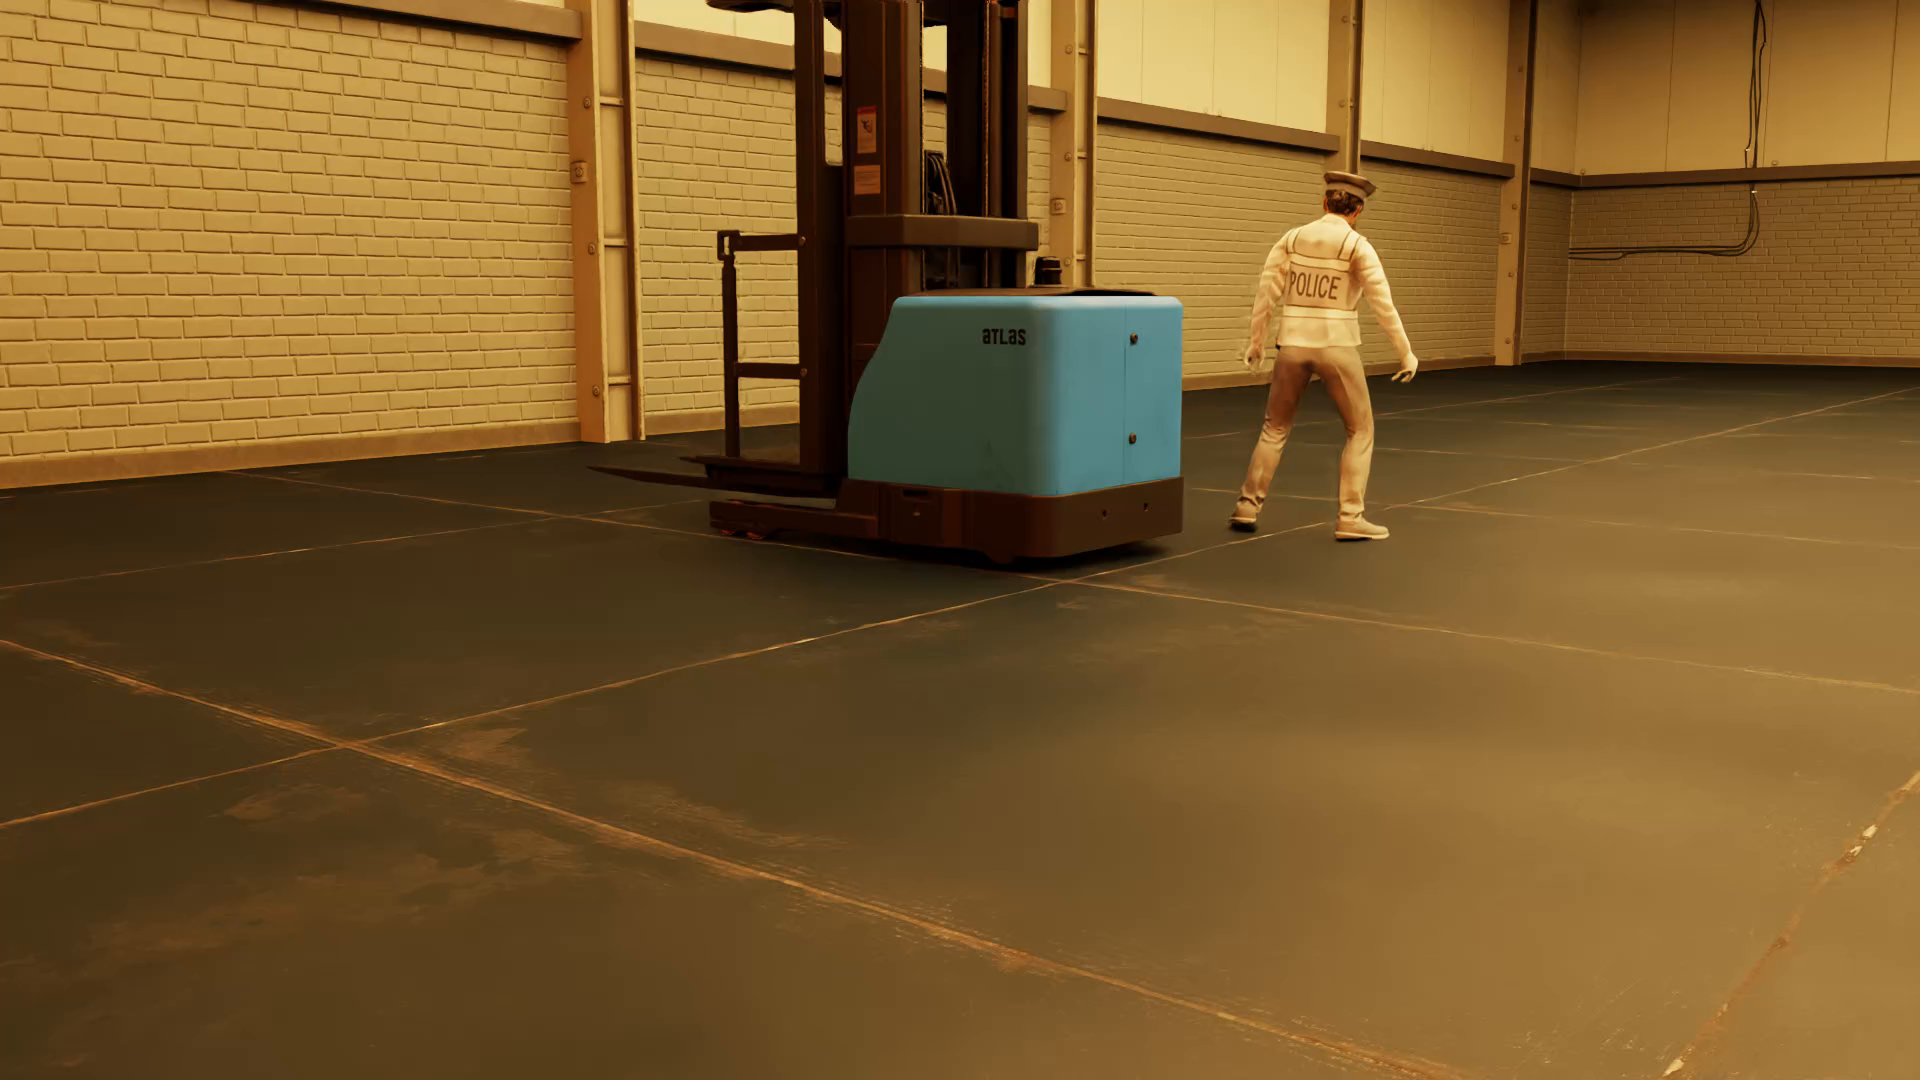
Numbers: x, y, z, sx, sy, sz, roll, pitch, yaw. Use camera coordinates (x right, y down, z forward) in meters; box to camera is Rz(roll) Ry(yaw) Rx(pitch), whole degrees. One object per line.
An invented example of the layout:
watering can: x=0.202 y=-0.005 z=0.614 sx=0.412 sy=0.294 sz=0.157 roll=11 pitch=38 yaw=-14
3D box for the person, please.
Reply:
person: x=1.613 y=-0.832 z=7.514 sx=0.849 sy=1.626 sz=0.400 roll=6 pitch=10 yaw=35

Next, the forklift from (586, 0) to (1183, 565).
forklift: x=-0.505 y=-1.500 z=7.535 sx=3.031 sy=2.935 sz=1.130 roll=7 pitch=11 yaw=38
